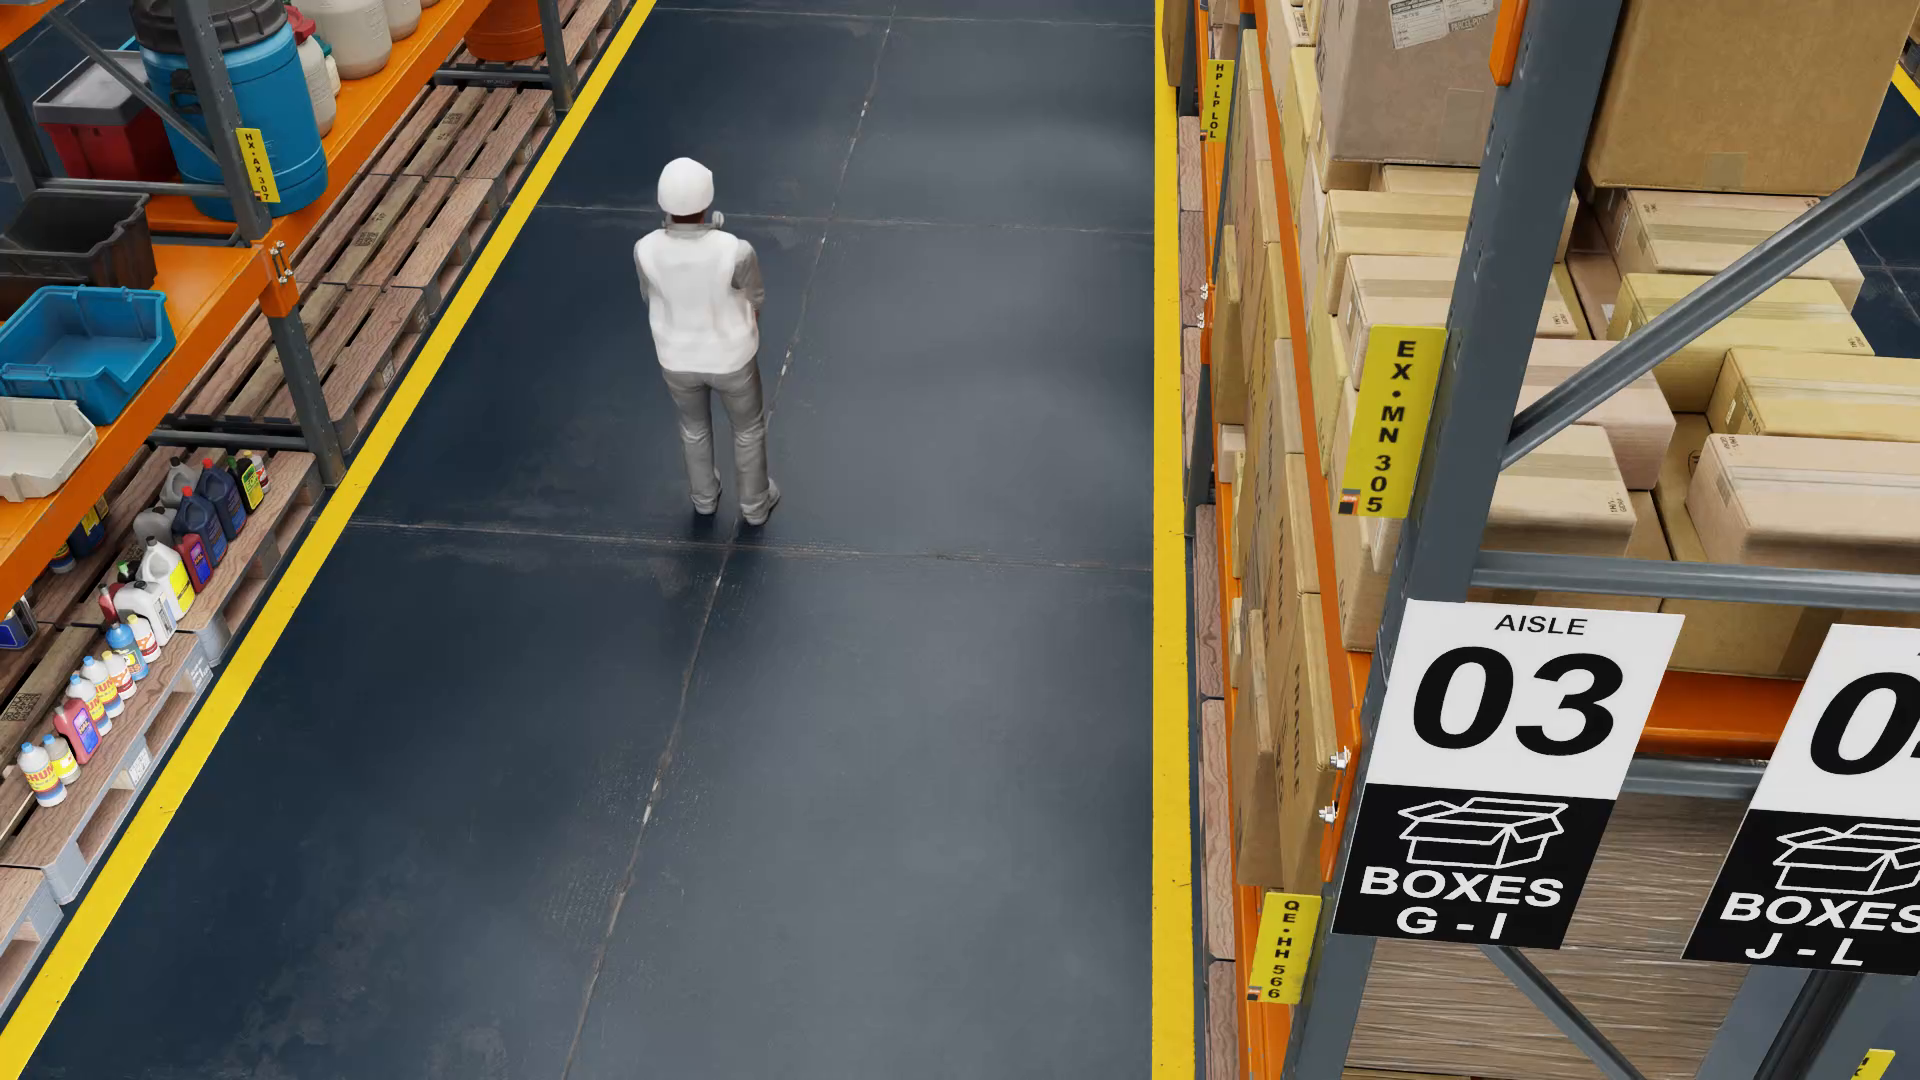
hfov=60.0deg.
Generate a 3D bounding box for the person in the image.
[{"bbox_3d":[-1.077,-0.864,7.169,0.528,1.777,0.529,3,40,3],"label":"person"}]
